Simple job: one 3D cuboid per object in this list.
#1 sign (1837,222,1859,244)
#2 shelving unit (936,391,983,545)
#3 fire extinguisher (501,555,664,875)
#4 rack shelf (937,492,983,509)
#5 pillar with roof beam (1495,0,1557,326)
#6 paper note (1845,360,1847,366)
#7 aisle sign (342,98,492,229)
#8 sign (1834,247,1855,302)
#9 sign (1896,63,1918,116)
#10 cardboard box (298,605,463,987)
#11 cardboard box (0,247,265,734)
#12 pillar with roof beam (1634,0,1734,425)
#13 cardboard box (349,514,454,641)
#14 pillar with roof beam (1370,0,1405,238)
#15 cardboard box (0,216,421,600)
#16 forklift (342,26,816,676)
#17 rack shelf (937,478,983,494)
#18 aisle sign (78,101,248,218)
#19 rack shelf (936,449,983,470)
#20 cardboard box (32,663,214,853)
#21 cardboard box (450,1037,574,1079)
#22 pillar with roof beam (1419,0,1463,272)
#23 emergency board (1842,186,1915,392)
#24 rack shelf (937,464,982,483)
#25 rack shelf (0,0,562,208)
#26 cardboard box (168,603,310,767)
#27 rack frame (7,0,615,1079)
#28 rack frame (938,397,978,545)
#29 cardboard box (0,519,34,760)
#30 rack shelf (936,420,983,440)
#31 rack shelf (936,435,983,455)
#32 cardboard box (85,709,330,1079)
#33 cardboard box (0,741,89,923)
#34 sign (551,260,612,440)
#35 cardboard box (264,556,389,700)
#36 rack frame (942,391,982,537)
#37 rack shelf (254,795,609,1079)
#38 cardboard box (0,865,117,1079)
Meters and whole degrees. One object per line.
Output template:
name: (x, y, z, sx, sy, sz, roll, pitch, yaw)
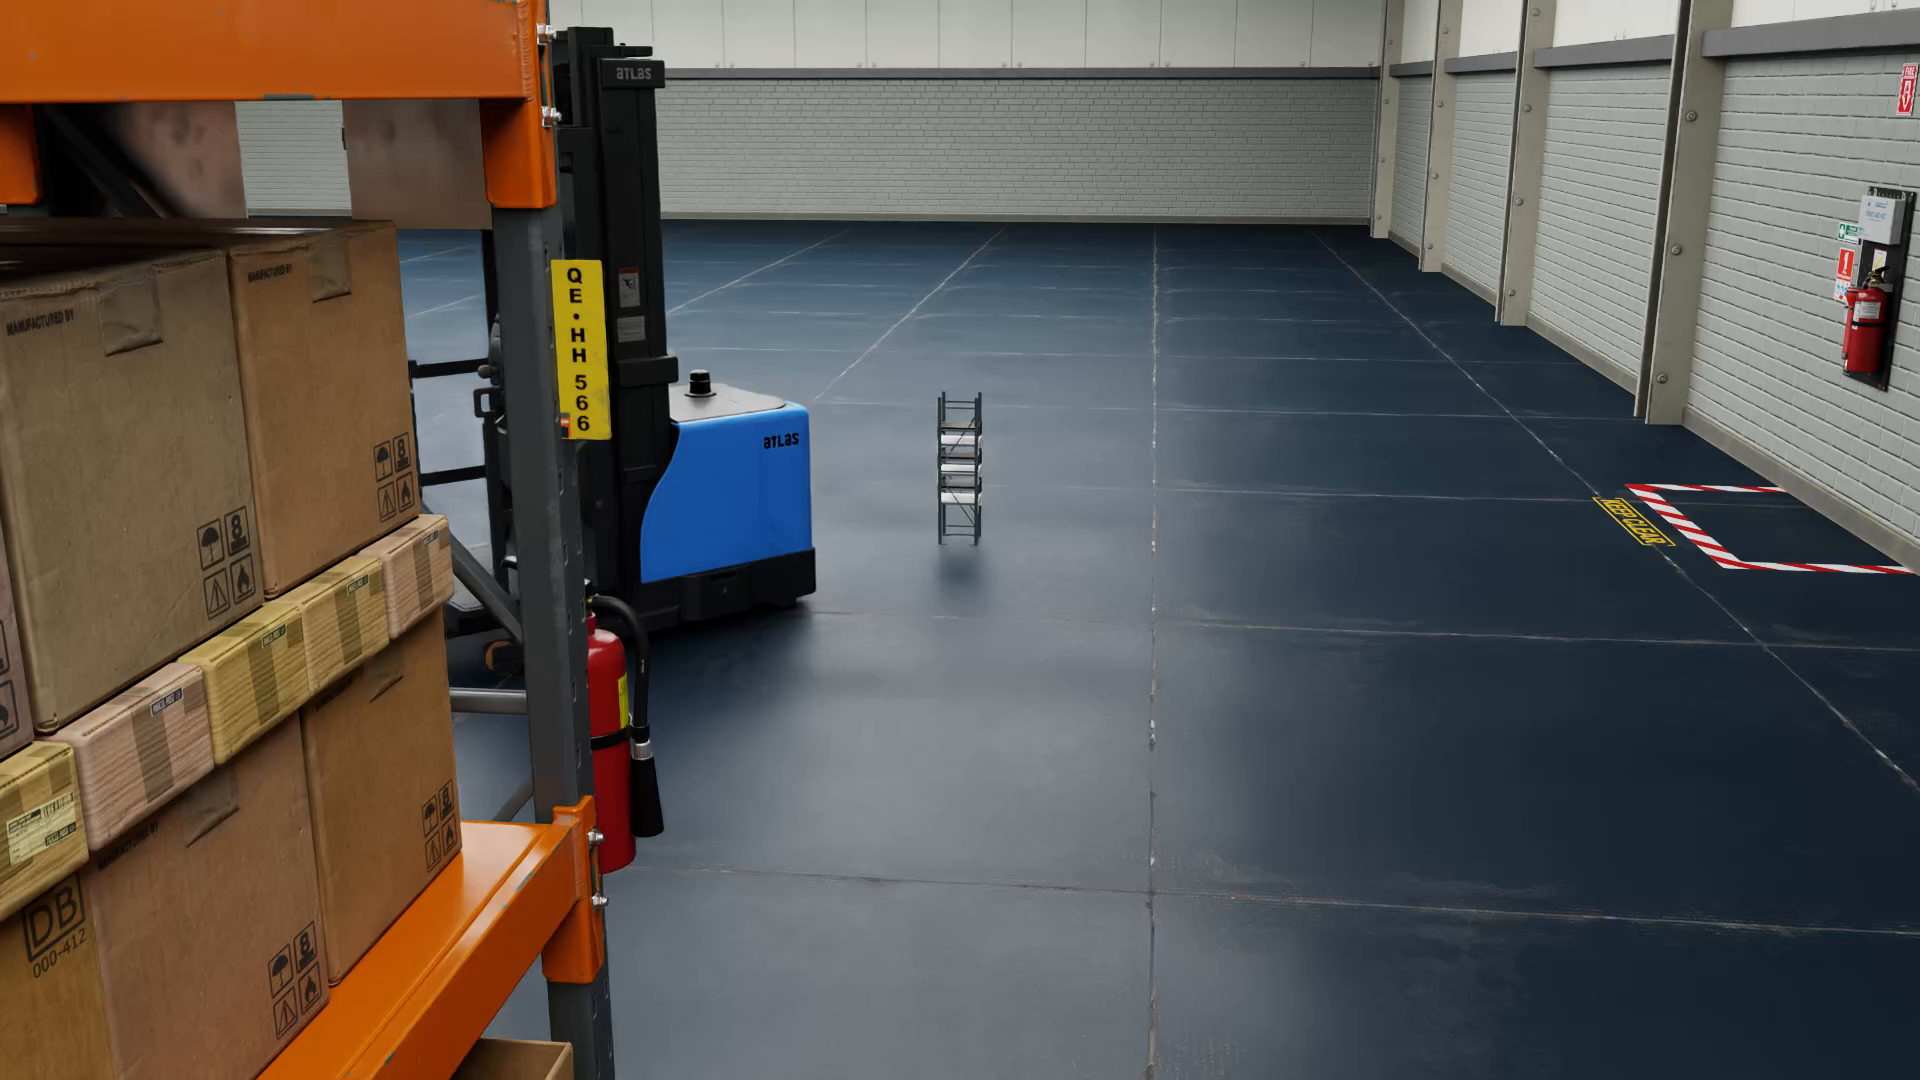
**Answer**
sign: (5.626, -1.945, 10.526, 0.001, 0.109, 0.331, 2, 15, 6)
shelving unit: (-0.001, -0.432, 10.037, 0.258, 0.900, 0.210, 2, 15, 6)
fire extinguisher: (-0.751, 0.332, 3.337, 0.296, 0.674, 0.183, 2, 15, 6)
rack shelf: (-0.001, -0.226, 10.092, 0.258, 0.077, 0.200, 2, 15, 6)
pillar with roof beam: (2.231, -7.028, 18.914, 9.100, 9.000, 0.400, 2, 15, 6)
paper note: (5.559, -1.151, 10.361, 0.016, 0.148, 0.142, 2, 15, 6)
aisle sign: (-0.927, -0.952, 2.956, 0.394, 0.787, 0.004, 2, 15, 6)
sign: (5.636, -1.690, 10.598, 0.001, 0.329, 0.234, 2, 15, 6)
sign: (5.571, -2.651, 9.778, 0.001, 0.298, 0.199, 2, 15, 6)
cardboard box: (-1.291, 0.384, 2.805, 0.700, 0.500, 0.500, 2, 15, 6)
cardboard box: (-1.351, -0.092, 2.080, 0.700, 0.500, 0.500, 1, 15, 5)
pillar with roof beam: (1.553, -5.472, 13.159, 9.100, 9.000, 0.400, 2, 15, 6)
cardboard box: (-1.080, 0.055, 2.779, 0.380, 0.149, 0.250, 1, 15, 5)
pillar with roof beam: (3.585, -10.140, 30.424, 9.100, 9.000, 0.400, 2, 15, 6)
cardboard box: (-1.297, -0.229, 2.585, 0.700, 0.500, 0.500, 2, 15, 6)
forklift: (-2.235, -0.930, 7.987, 3.031, 2.935, 1.130, -12, 19, -37)
rack shelf: (-0.001, -0.313, 10.069, 0.258, 0.077, 0.200, 2, 15, 6)
aisle sign: (-1.523, -0.970, 3.021, 0.394, 0.787, 0.004, 2, 15, 6)
rack shelf: (-0.001, -0.487, 10.022, 0.258, 0.077, 0.200, 2, 15, 6)
cardboard box: (-1.167, 0.254, 2.042, 0.380, 0.149, 0.250, 2, 15, 7)
cardboard box: (-0.991, 1.222, 2.924, 0.500, 0.500, 0.500, 2, 15, 6)
pillar with roof beam: (2.908, -8.584, 24.669, 9.100, 9.000, 0.400, 2, 15, 6)
emergency board: (5.471, -1.533, 10.084, 0.194, 1.169, 0.643, 2, 15, 6)
rack shelf: (-0.001, -0.400, 10.046, 0.258, 0.077, 0.200, 2, 15, 6)
rack shelf: (-1.452, -0.271, 1.048, 1.077, 0.370, 4.000, 2, 15, 6)
cardboard box: (-1.137, 0.189, 2.283, 0.380, 0.149, 0.250, 1, 15, 5)
rack frame: (-1.223, 0.311, 3.264, 0.949, 2.616, 0.053, 2, 15, 6)
rack frame: (-0.012, -0.406, 9.939, 0.240, 0.900, 0.006, 2, 15, 6)
cardboard box: (-1.407, 0.038, 1.596, 0.700, 0.500, 0.500, 2, 15, 6)
rack shelf: (-0.001, -0.661, 9.975, 0.258, 0.077, 0.200, 2, 15, 6)
rack shelf: (-0.001, -0.574, 9.999, 0.258, 0.077, 0.200, 2, 15, 6)
cardboard box: (-1.346, 0.520, 2.301, 0.700, 0.500, 0.500, 2, 15, 8)
cardboard box: (-1.197, 0.322, 1.790, 0.380, 0.149, 0.250, 2, 15, 8)
sign: (-0.688, -0.342, 3.010, 0.100, 0.325, 0.005, 2, 15, 6)
cardboard box: (-1.108, 0.123, 2.528, 0.380, 0.149, 0.250, 2, 15, 8)
rack frame: (0.011, -0.459, 10.134, 0.240, 0.900, 0.006, 2, 15, 6)
rack shelf: (-1.452, 1.177, 1.440, 1.077, 0.370, 4.000, 2, 15, 6)
cardboard box: (-1.408, 0.649, 1.825, 0.700, 0.500, 0.500, 2, 15, 7)
